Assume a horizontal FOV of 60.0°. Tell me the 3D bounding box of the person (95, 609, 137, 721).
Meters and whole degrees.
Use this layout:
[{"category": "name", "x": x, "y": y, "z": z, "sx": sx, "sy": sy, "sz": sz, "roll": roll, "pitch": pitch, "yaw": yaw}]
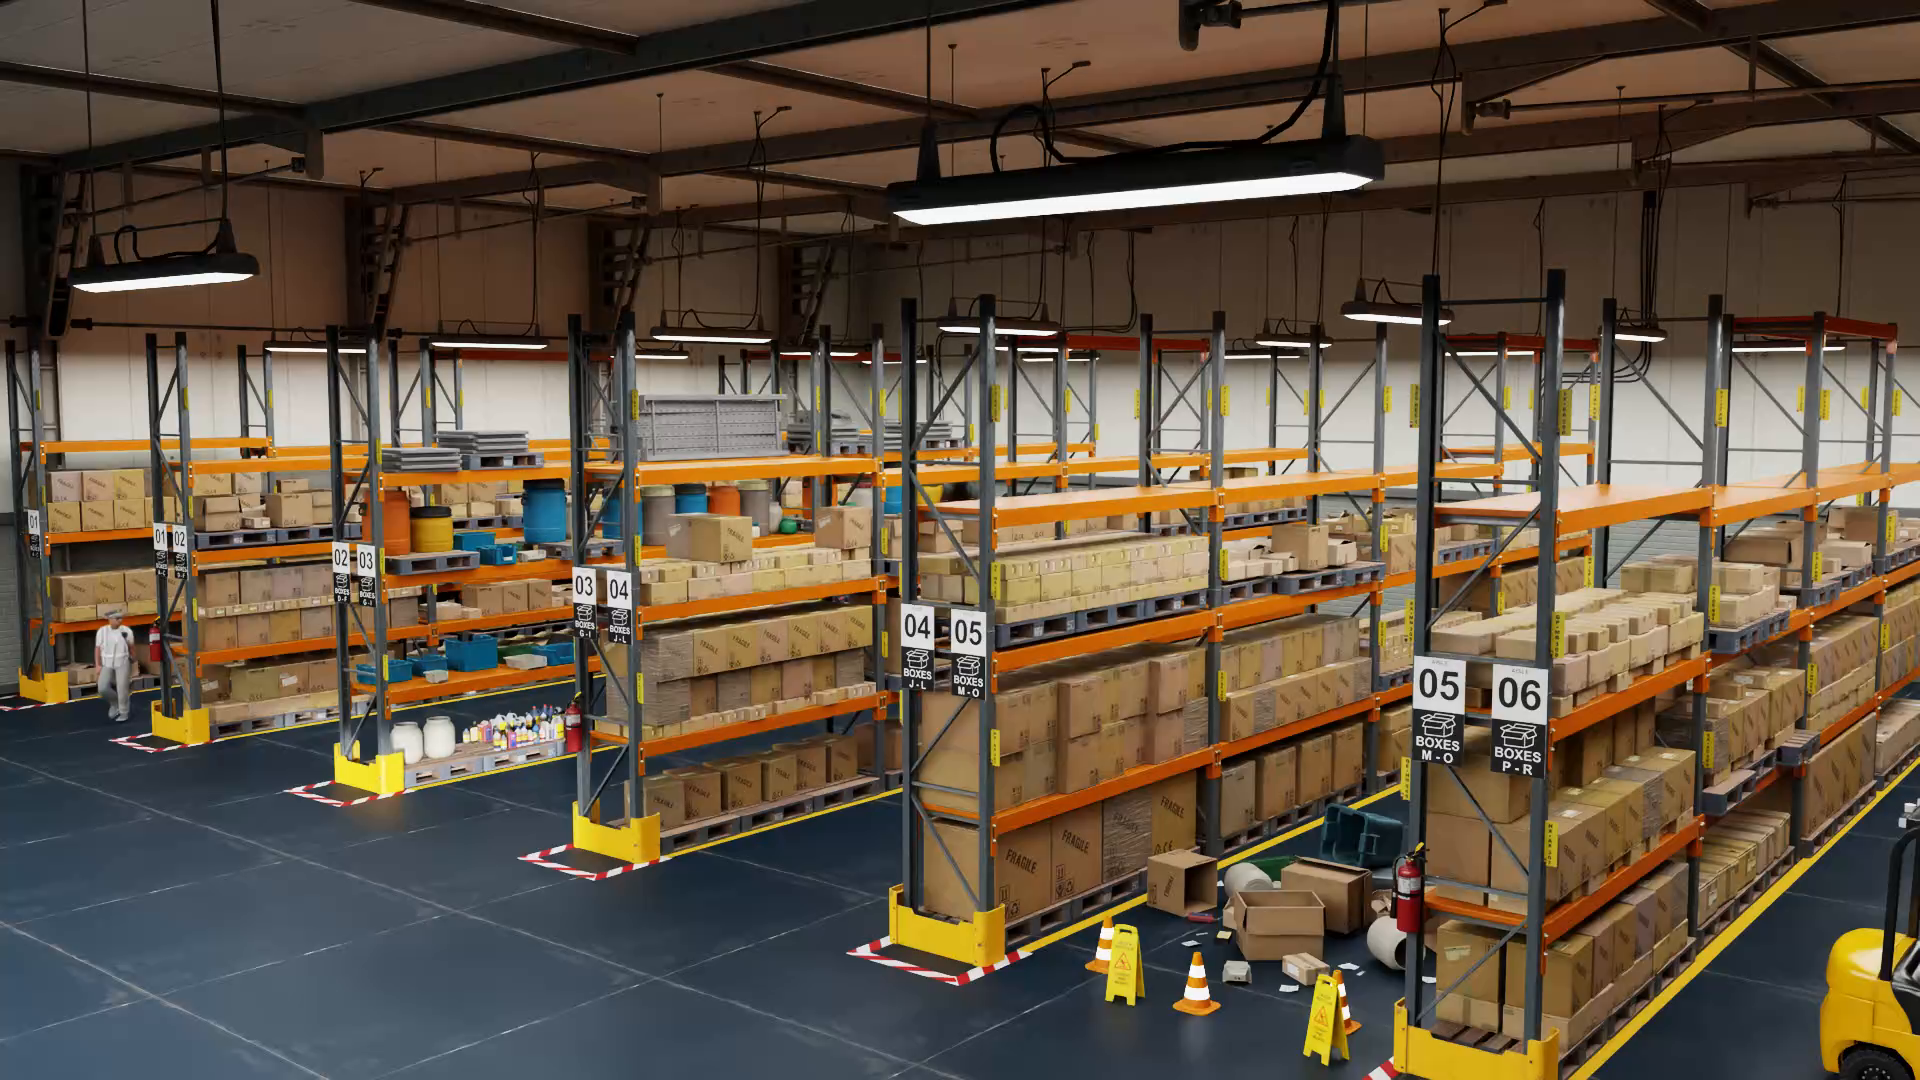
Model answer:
[{"category": "person", "x": -13.161, "y": 1.939, "z": 25.952, "sx": 0.588, "sy": 1.762, "sz": 0.502, "roll": -1, "pitch": 5, "yaw": -8}]
